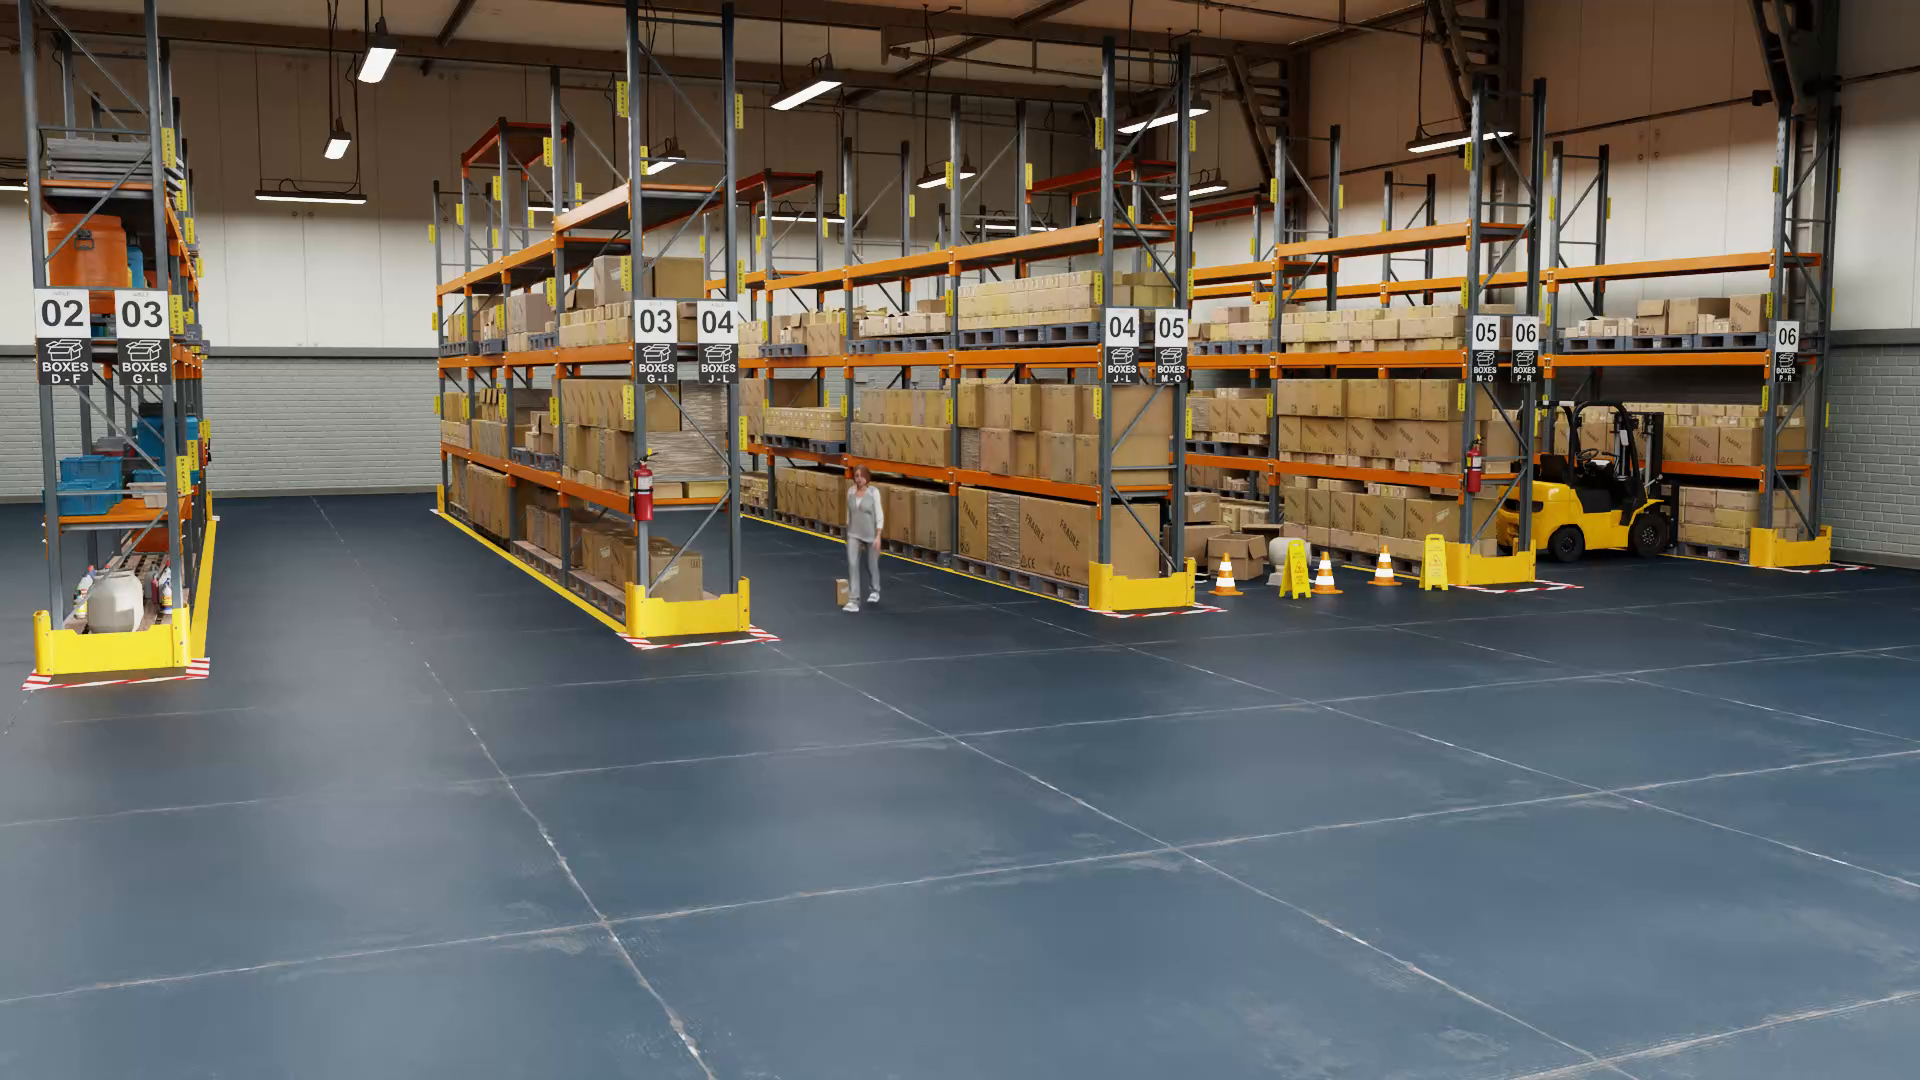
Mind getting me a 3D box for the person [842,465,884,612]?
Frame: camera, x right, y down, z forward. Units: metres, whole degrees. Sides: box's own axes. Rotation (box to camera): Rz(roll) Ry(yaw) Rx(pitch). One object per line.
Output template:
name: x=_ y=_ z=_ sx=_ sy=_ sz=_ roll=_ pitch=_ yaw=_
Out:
person: x=-1.007 y=-0.034 z=17.584 sx=0.443 sy=1.533 sz=0.983 roll=1 pitch=6 yaw=10
